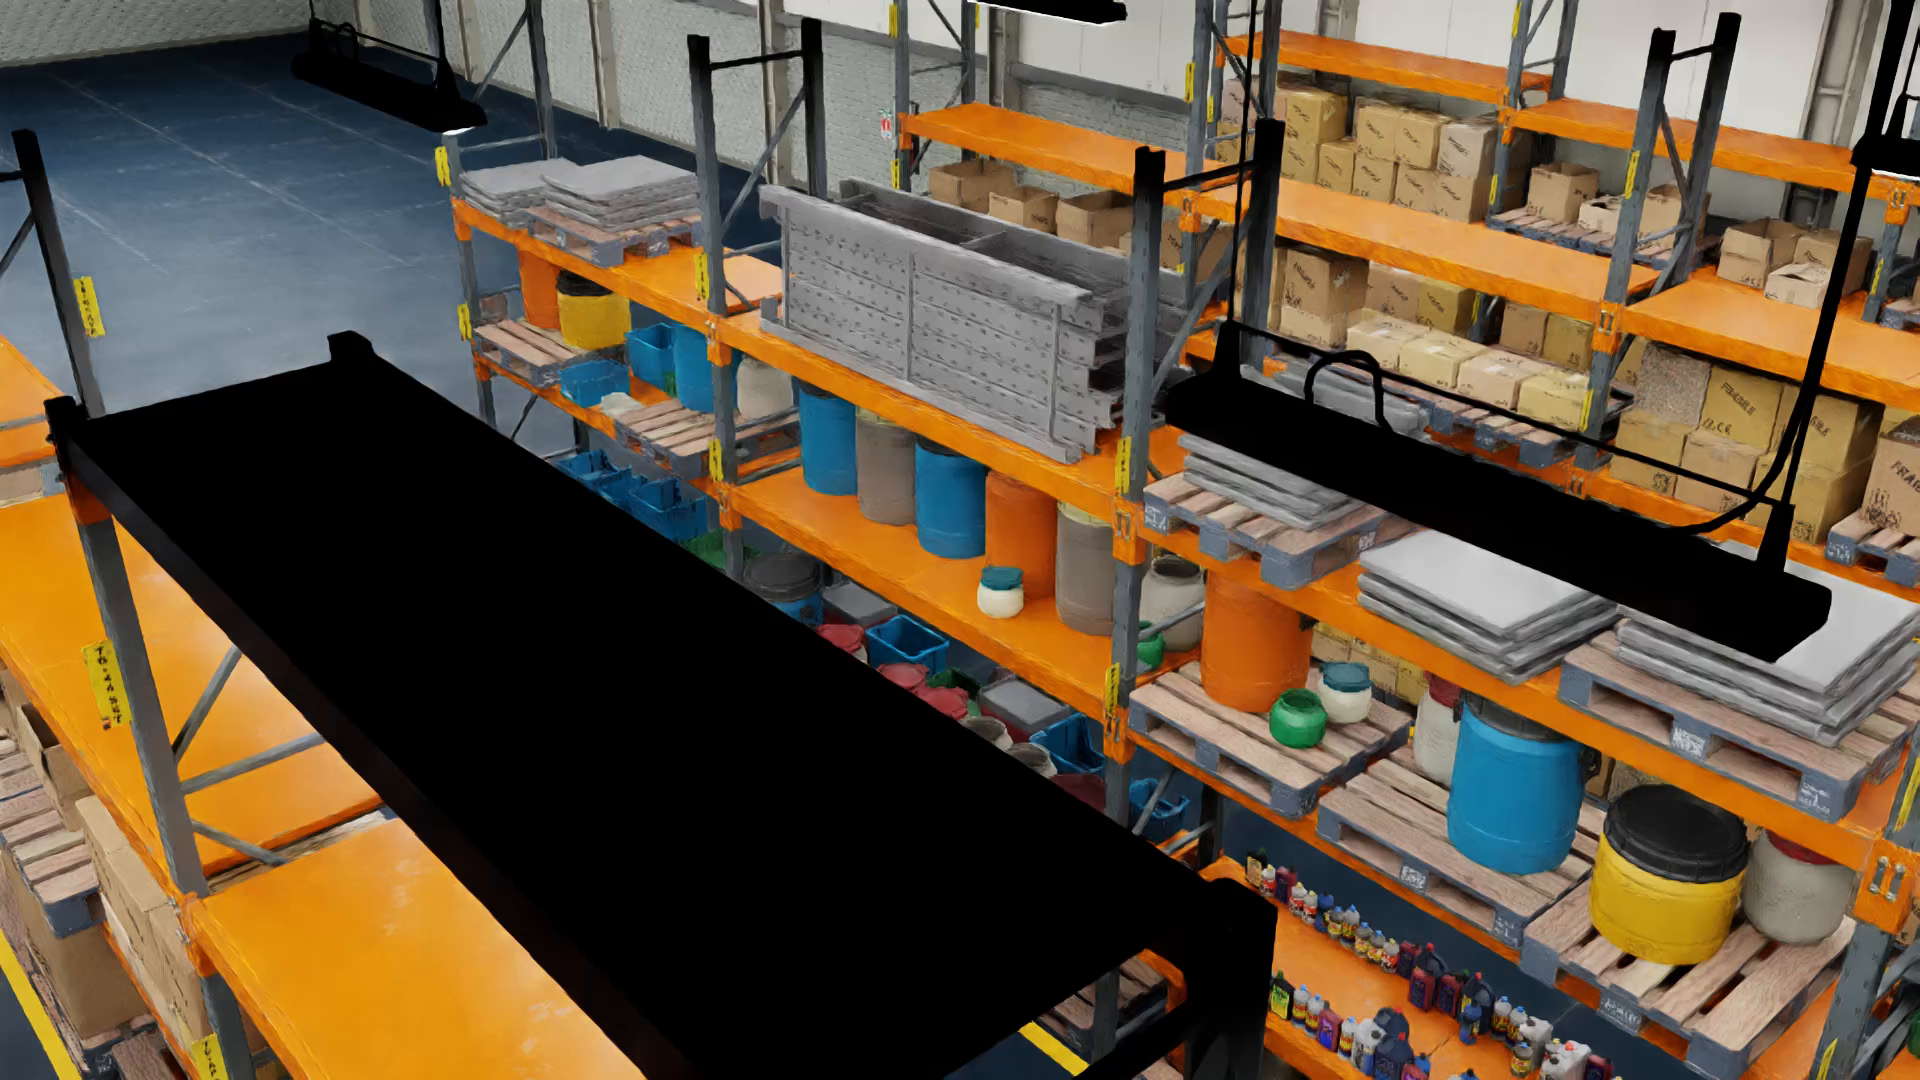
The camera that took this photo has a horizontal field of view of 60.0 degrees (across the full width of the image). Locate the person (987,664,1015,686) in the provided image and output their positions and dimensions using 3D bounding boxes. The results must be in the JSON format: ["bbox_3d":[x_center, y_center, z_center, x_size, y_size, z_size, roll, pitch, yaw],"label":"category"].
[{"bbox_3d":[0.449,1.411,12.862,0.576,1.712,1.087,-16,31,-28],"label":"person"}]
